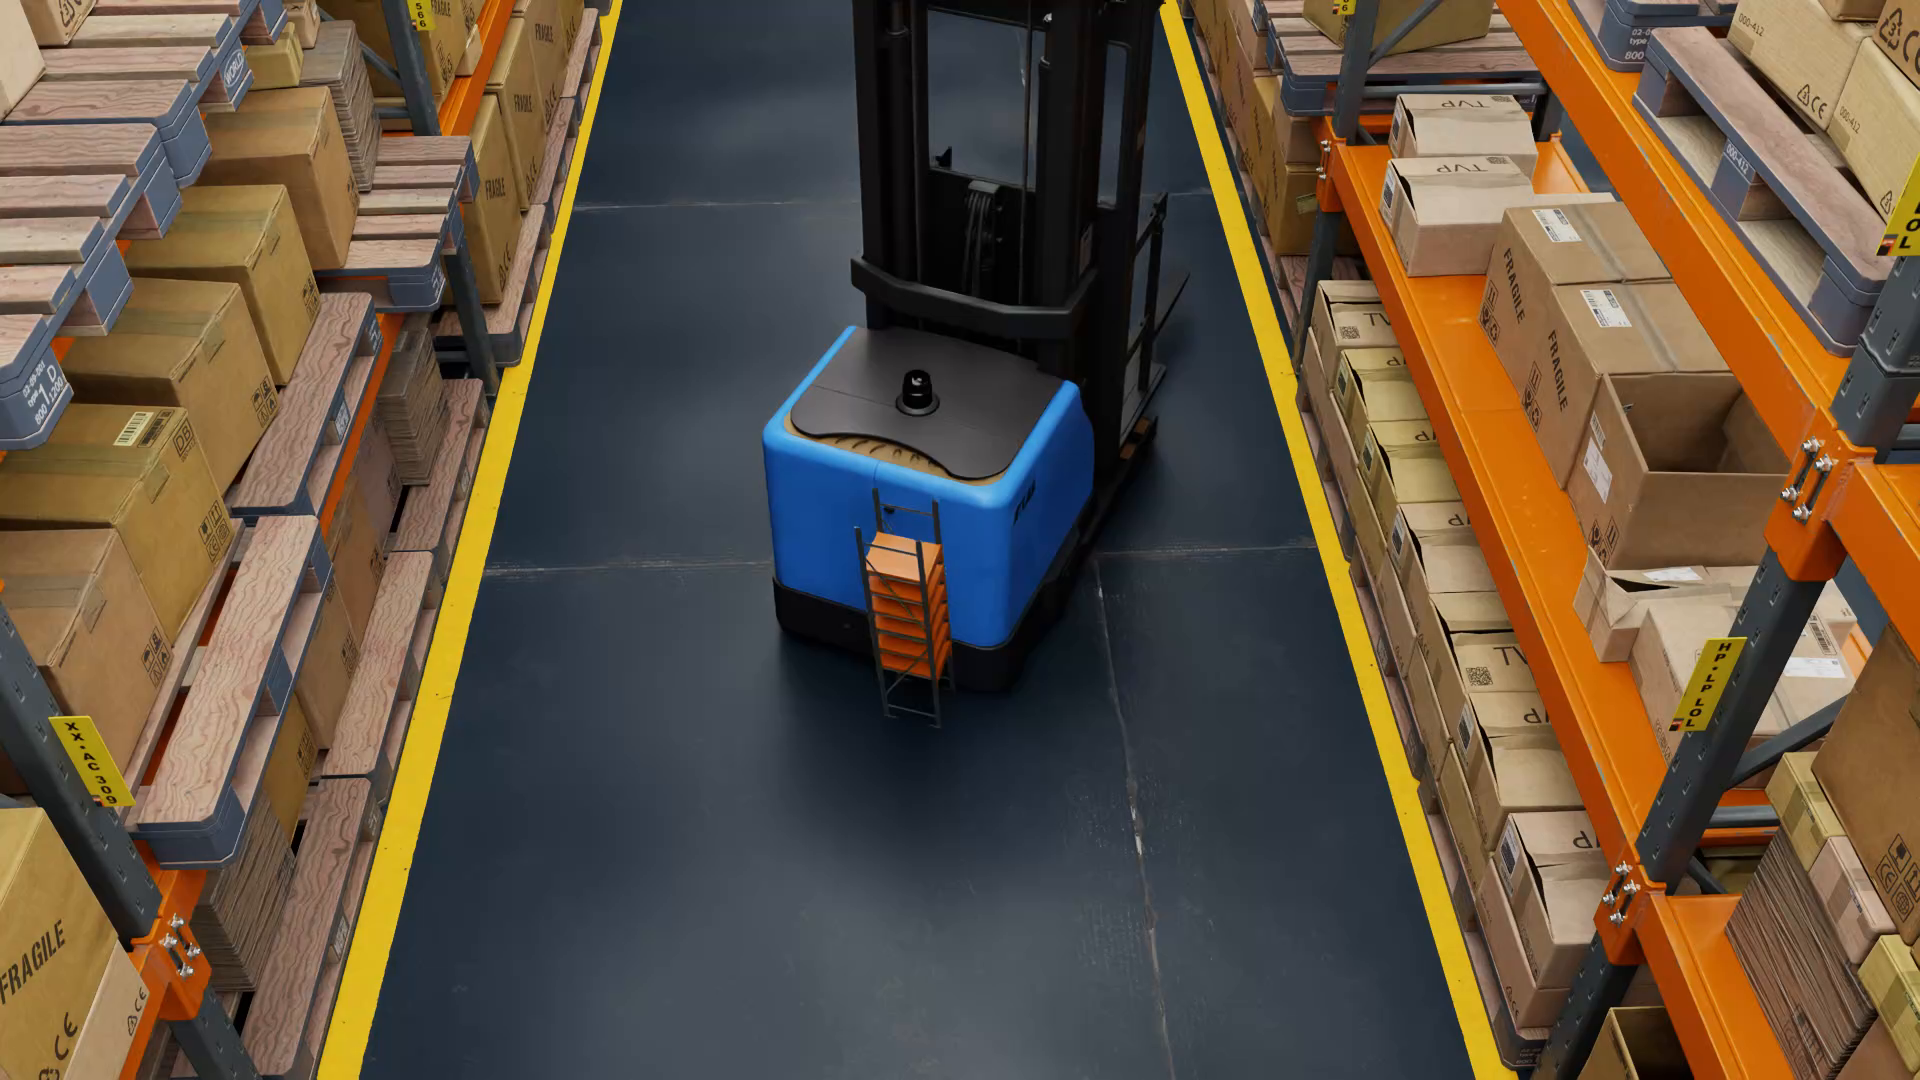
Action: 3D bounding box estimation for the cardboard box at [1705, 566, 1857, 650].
[{"bbox_3d":[2.507,0.214,5.132,0.380,0.149,0.250,-2,43,-2],"label":"cardboard box"}]

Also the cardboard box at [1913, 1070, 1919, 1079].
[{"bbox_3d":[2.194,1.157,3.363,0.380,0.149,0.250,-2,43,-2],"label":"cardboard box"}]

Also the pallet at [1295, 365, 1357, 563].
[{"bbox_3d":[2.166,-0.390,7.669,1.003,0.211,1.213,-2,43,-2],"label":"pallet"}]

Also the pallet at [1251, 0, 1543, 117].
[{"bbox_3d":[2.071,-2.360,7.896,1.213,0.211,1.003,-2,43,-2],"label":"pallet"}]

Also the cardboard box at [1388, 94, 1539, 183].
[{"bbox_3d":[2.142,-1.695,7.095,0.500,0.311,0.500,1,43,1],"label":"cardboard box"}]

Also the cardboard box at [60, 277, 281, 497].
[{"bbox_3d":[-2.672,-0.494,5.320,0.700,0.500,0.500,4,43,4],"label":"cardboard box"}]

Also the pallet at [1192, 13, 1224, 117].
[{"bbox_3d":[2.073,-3.099,10.625,1.003,0.211,1.213,-2,43,-2],"label":"pallet"}]

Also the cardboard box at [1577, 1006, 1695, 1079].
[{"bbox_3d":[2.047,1.630,4.571,0.500,0.500,0.500,-2,43,-2],"label":"cardboard box"}]

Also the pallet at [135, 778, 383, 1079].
[{"bbox_3d":[-2.643,1.373,5.746,1.003,0.211,1.213,-2,43,-2],"label":"pallet"}]

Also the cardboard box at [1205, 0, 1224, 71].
[{"bbox_3d":[1.811,-3.223,10.220,0.500,0.500,0.500,-1,43,-1],"label":"cardboard box"}]

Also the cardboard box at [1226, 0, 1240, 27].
[{"bbox_3d":[1.820,-3.184,9.622,0.500,0.250,0.500,-2,43,-2],"label":"cardboard box"}]

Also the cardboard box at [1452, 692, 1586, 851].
[{"bbox_3d":[2.008,0.761,5.658,0.500,0.311,0.500,-1,43,-1],"label":"cardboard box"}]

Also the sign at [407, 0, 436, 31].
[{"bbox_3d":[-2.237,-2.250,6.836,0.100,0.325,0.005,-2,43,-2],"label":"sign"}]

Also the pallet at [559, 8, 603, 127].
[{"bbox_3d":[-2.841,-2.984,10.499,1.003,0.211,1.213,-2,43,-2],"label":"pallet"}]

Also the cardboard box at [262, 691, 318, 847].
[{"bbox_3d":[-2.729,0.786,5.847,0.700,0.500,0.500,-2,43,-3],"label":"cardboard box"}]

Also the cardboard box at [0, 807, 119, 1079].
[{"bbox_3d":[-2.280,0.952,3.682,0.500,0.500,0.500,-2,43,-2],"label":"cardboard box"}]

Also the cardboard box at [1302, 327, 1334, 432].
[{"bbox_3d":[1.899,-0.754,7.727,0.500,0.250,0.500,-2,43,-2],"label":"cardboard box"}]

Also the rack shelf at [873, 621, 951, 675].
[{"bbox_3d":[-0.181,0.384,6.321,0.258,0.103,0.180,12,54,13],"label":"rack shelf"}]

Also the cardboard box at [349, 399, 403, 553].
[{"bbox_3d":[-2.790,-0.235,6.961,0.700,0.500,0.500,-2,43,-2],"label":"cardboard box"}]

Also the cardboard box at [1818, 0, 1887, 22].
[{"bbox_3d":[2.306,-1.557,3.904,0.500,0.500,0.500,2,43,2],"label":"cardboard box"}]

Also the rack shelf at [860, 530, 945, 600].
[{"bbox_3d":[-0.205,0.087,5.945,0.258,0.103,0.180,12,54,13],"label":"rack shelf"}]

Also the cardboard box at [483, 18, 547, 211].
[{"bbox_3d":[-2.710,-2.284,8.952,0.750,0.750,0.750,-2,43,-2],"label":"cardboard box"}]

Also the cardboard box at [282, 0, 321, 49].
[{"bbox_3d":[-2.734,-2.036,6.522,0.380,0.149,0.250,-7,43,-7],"label":"cardboard box"}]

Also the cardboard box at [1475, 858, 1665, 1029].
[{"bbox_3d":[2.033,1.313,5.472,0.500,0.250,0.500,-2,43,-2],"label":"cardboard box"}]

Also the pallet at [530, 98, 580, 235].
[{"bbox_3d":[-2.786,-2.158,9.598,1.003,0.211,1.213,-2,43,-2],"label":"pallet"}]

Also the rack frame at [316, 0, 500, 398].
[{"bbox_3d":[-2.779,-1.830,7.176,1.000,3.000,0.127,-2,43,-2],"label":"rack frame"}]

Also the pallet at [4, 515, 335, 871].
[{"bbox_3d":[-2.496,0.421,4.863,1.003,0.211,1.213,-2,43,-2],"label":"pallet"}]

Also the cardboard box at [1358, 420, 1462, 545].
[{"bbox_3d":[1.949,-0.262,6.775,0.500,0.311,0.500,-3,43,-3],"label":"cardboard box"}]

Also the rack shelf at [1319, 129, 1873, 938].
[{"bbox_3d":[2.255,-0.359,6.104,1.077,0.370,4.000,-2,43,-2],"label":"rack shelf"}]

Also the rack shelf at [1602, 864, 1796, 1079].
[{"bbox_3d":[2.425,2.341,3.158,1.077,0.370,4.000,-2,43,-2],"label":"rack shelf"}]

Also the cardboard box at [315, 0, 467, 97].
[{"bbox_3d":[-2.544,-2.319,7.401,0.500,0.500,0.500,0,43,-1],"label":"cardboard box"}]

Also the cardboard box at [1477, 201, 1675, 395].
[{"bbox_3d":[2.258,-0.879,6.065,0.500,0.500,0.500,-4,43,-4],"label":"cardboard box"}]

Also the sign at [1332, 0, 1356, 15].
[{"bbox_3d":[1.629,-2.351,6.946,0.100,0.325,0.005,-2,43,-2],"label":"sign"}]

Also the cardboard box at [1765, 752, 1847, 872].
[{"bbox_3d":[2.158,0.637,3.931,0.380,0.149,0.250,-2,43,-2],"label":"cardboard box"}]

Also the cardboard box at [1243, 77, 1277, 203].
[{"bbox_3d":[1.874,-2.190,9.093,0.500,0.500,0.500,-3,43,-3],"label":"cardboard box"}]

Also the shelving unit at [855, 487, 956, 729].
[{"bbox_3d":[-0.189,0.282,6.192,0.258,1.200,0.189,12,54,13],"label":"shelving unit"}]

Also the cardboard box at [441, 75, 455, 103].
[{"bbox_3d":[-2.563,-2.144,7.690,0.380,0.149,0.250,-1,43,-1],"label":"cardboard box"}]

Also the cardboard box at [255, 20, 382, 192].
[{"bbox_3d":[-2.749,-1.712,6.648,0.700,0.500,0.500,-6,43,-7],"label":"cardboard box"}]

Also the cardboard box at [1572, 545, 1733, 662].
[{"bbox_3d":[2.119,0.187,5.075,0.396,0.266,0.258,-3,43,-3],"label":"cardboard box"}]

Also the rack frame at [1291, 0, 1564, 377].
[{"bbox_3d":[2.170,-1.975,7.334,1.000,3.000,0.127,-2,43,-2],"label":"rack frame"}]

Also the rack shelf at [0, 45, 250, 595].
[{"bbox_3d":[-2.694,-1.321,4.933,1.077,0.370,4.000,-2,43,-2],"label":"rack shelf"}]

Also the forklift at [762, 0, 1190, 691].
[{"bbox_3d":[0.282,-1.480,6.845,1.130,2.935,3.031,16,45,17],"label":"forklift"}]

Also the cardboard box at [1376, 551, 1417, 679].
[{"bbox_3d":[1.971,0.282,6.596,0.500,0.250,0.500,-1,43,-1],"label":"cardboard box"}]

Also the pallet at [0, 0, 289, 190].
[{"bbox_3d":[-2.576,-1.286,4.502,1.213,0.211,1.003,-2,43,-2],"label":"pallet"}]
